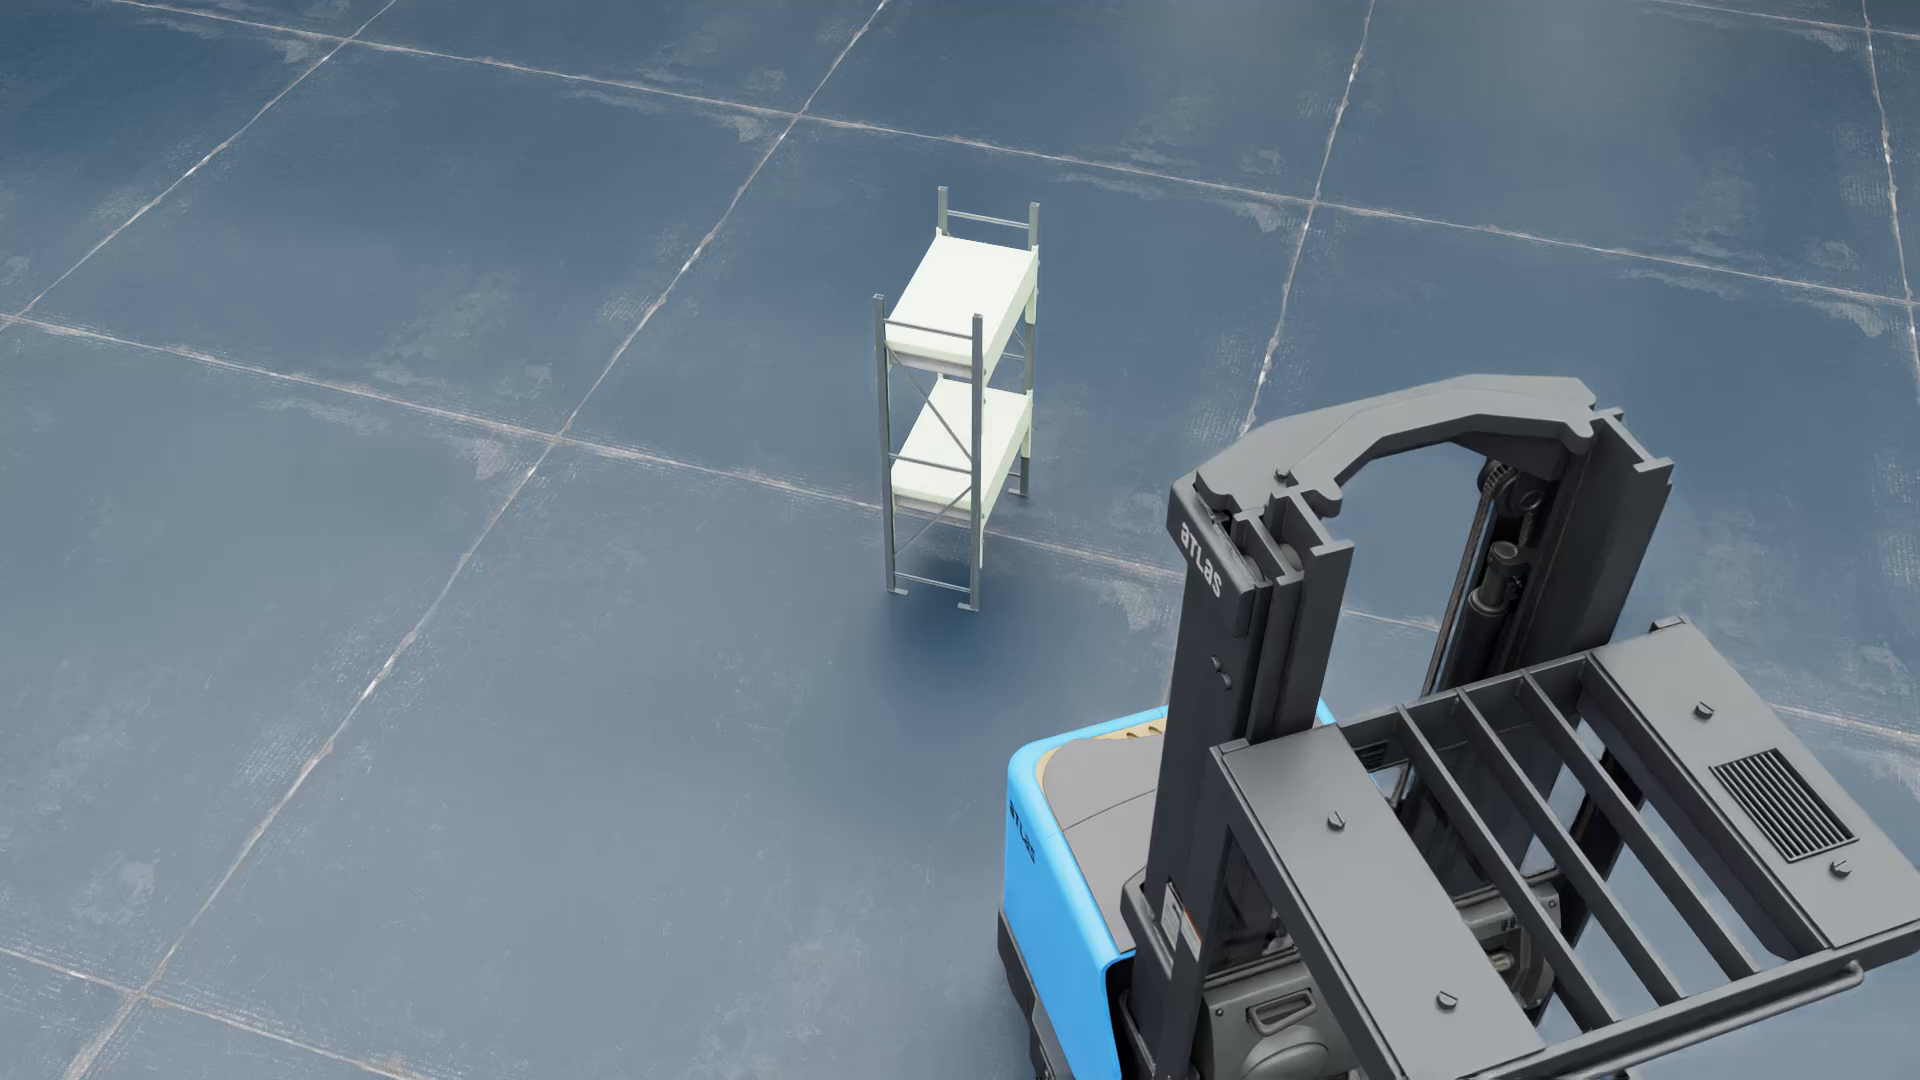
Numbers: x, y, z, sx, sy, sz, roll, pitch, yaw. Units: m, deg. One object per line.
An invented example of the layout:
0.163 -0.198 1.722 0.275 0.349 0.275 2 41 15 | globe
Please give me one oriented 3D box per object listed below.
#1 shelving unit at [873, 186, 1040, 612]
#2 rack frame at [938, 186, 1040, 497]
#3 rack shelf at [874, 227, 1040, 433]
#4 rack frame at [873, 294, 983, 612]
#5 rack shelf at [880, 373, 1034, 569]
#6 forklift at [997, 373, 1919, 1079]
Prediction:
-0.002 -0.532 6.620 0.431 1.500 0.755 13 46 12 | shelving unit
0.109 -0.776 6.869 0.400 1.500 0.023 13 46 12 | rack frame
-0.002 -0.811 6.347 0.431 0.370 0.720 13 46 12 | rack shelf
-0.113 -0.288 6.371 0.400 1.500 0.023 13 46 12 | rack frame
-0.002 -0.299 6.848 0.431 0.370 0.720 13 46 12 | rack shelf
1.089 1.209 3.818 1.130 2.935 3.031 -14 46 -14 | forklift
